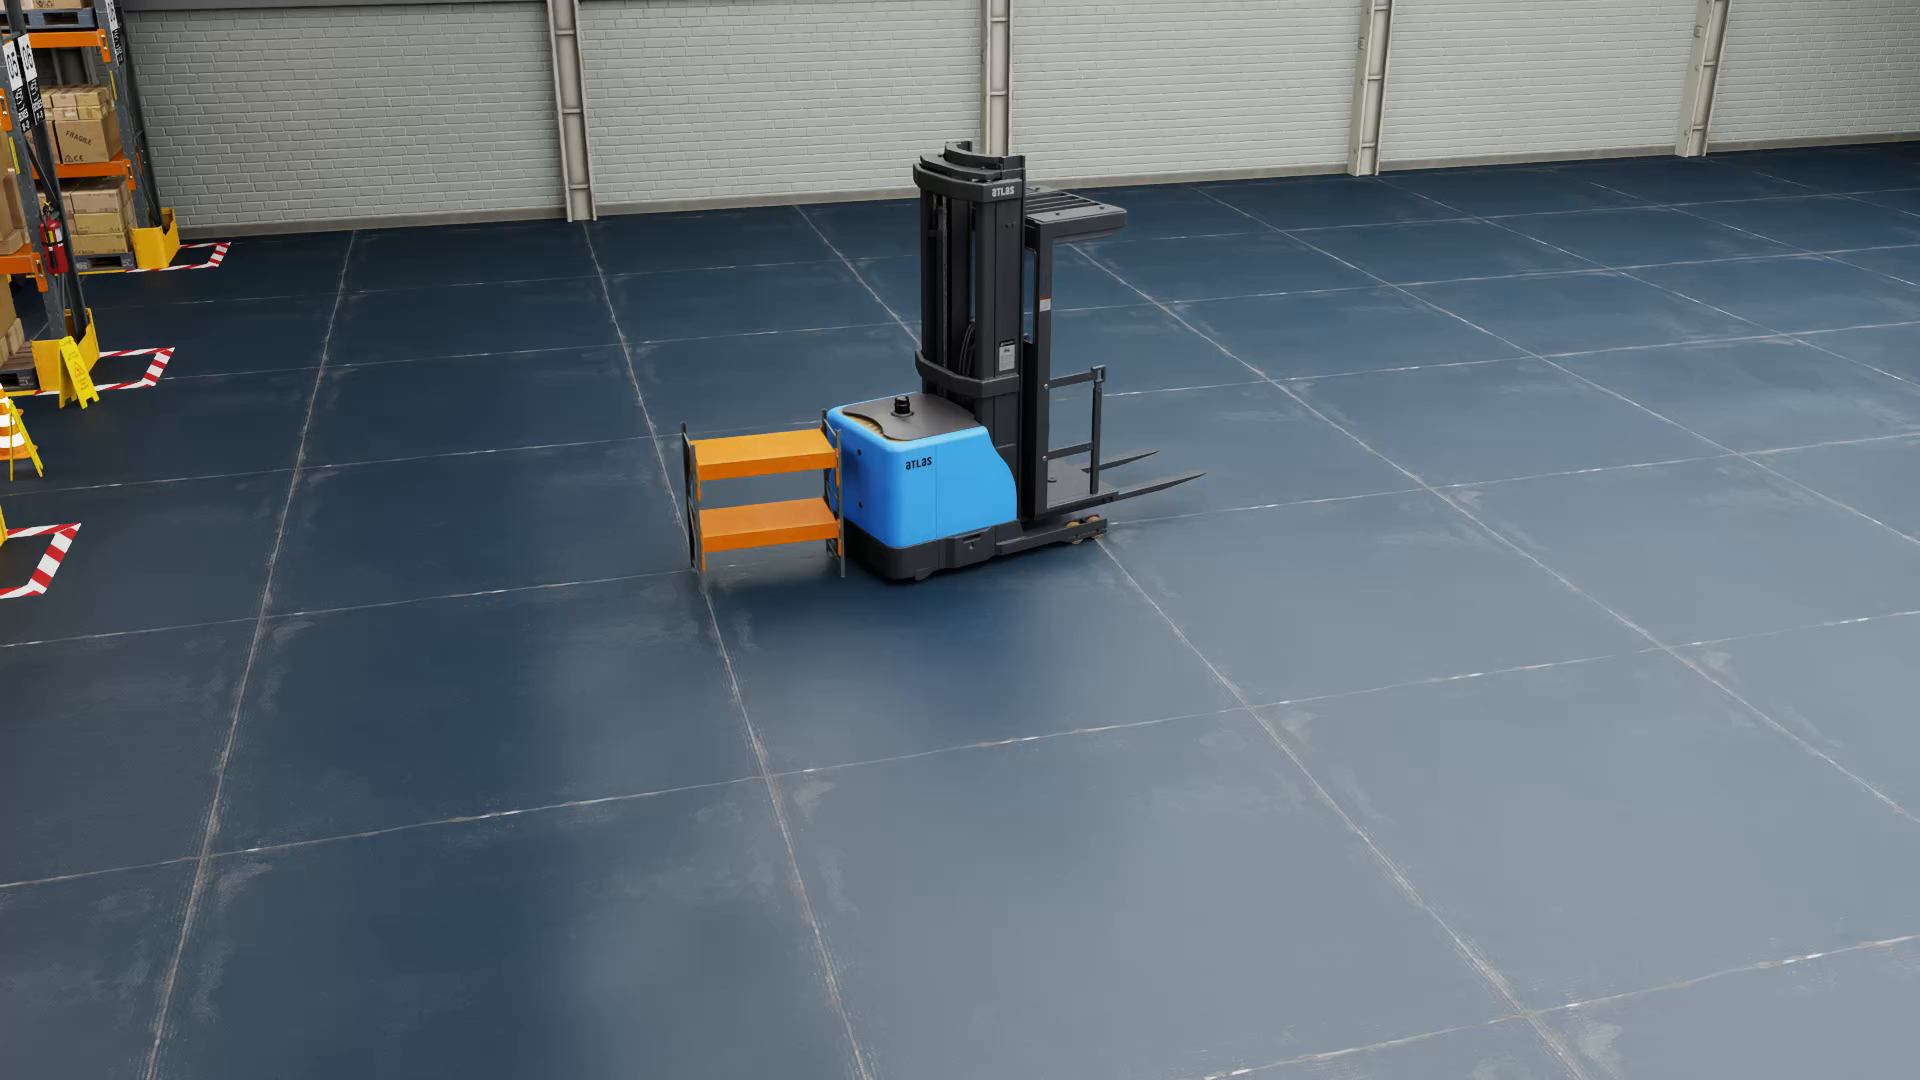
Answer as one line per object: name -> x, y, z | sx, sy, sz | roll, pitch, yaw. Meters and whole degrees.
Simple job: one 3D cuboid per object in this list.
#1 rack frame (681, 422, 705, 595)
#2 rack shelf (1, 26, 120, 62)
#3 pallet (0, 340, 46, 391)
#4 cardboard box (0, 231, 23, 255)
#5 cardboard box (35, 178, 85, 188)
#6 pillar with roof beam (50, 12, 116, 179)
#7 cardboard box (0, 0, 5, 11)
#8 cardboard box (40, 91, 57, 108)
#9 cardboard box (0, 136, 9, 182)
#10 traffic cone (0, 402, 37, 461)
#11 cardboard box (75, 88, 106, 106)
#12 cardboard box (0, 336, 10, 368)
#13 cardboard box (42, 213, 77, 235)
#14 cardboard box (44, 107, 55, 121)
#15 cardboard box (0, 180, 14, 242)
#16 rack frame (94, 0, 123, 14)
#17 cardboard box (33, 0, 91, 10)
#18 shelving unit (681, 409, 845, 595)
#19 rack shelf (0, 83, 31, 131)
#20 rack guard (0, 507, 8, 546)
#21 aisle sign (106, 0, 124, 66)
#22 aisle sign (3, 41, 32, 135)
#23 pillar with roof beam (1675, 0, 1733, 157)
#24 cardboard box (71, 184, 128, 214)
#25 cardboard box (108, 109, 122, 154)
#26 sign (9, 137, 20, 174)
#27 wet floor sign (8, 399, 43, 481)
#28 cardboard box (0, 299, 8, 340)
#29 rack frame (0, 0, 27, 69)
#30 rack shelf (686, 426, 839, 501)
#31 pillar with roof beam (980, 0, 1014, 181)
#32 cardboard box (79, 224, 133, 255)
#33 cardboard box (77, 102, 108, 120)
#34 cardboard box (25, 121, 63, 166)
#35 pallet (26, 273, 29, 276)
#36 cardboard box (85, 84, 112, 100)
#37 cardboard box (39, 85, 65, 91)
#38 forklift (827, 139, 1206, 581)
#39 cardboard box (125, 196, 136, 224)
rack frame -> -1.893, -0.226, 11.780 | 0.032, 1.125, 0.500 | -7, 24, -15
rack shelf -> -12.039, -5.766, 19.423 | 4.000, 0.370, 1.077 | -6, 24, -14
pallet -> -9.634, -1.685, 16.339 | 1.213, 0.211, 1.003 | -6, 24, -14
cardboard box -> -9.071, -2.811, 15.745 | 0.250, 0.149, 0.380 | -5, 24, -13
cardboard box -> -11.107, -4.286, 20.552 | 0.500, 0.250, 0.500 | -6, 24, -14
pillar with roof beam -> -9.864, -6.322, 16.002 | 0.400, 9.000, 9.100 | -6, 24, -14
cardboard box -> -11.073, -6.256, 19.164 | 0.258, 0.266, 0.396 | -6, 24, -14
cardboard box -> -10.875, -5.218, 19.710 | 0.250, 0.149, 0.380 | -6, 24, -13
cardboard box -> -9.202, -3.552, 15.382 | 0.500, 0.500, 0.700 | -7, 24, -16
traffic cone -> -8.207, -0.961, 14.332 | 0.334, 0.463, 0.336 | -6, 24, -14
cardboard box -> -10.401, -5.294, 19.887 | 0.250, 0.149, 0.380 | -6, 24, -14
cardboard box -> -9.497, -1.786, 15.993 | 0.500, 0.250, 0.500 | -6, 24, -15
cardboard box -> -10.983, -3.871, 20.217 | 0.500, 0.250, 0.500 | -7, 24, -15
cardboard box -> -10.876, -5.089, 19.787 | 0.250, 0.149, 0.380 | -6, 24, -13
cardboard box -> -9.217, -3.067, 15.521 | 0.500, 0.500, 0.500 | -7, 24, -15
rack frame -> -10.113, -7.688, 19.186 | 0.127, 3.000, 1.000 | -6, 24, -14
cardboard box -> -10.474, -6.455, 19.330 | 0.500, 0.500, 0.500 | -6, 24, -13
shelving unit -> -1.406, -0.283, 11.913 | 1.048, 1.125, 0.538 | -7, 24, -15
rack shelf -> -10.694, -3.882, 15.032 | 4.000, 0.370, 1.077 | -6, 24, -14
rack guard -> -7.311, -0.033, 12.122 | 0.348, 0.500, 1.175 | -6, 24, -14
aisle sign -> -9.971, -6.022, 19.613 | 0.004, 0.787, 0.394 | -6, 24, -14
aisle sign -> -8.631, -4.138, 15.224 | 0.004, 0.787, 0.394 | -6, 24, -14
pillar with roof beam -> 13.244, -8.878, 21.959 | 0.400, 9.000, 9.100 | -6, 24, -14
cardboard box -> -10.472, -4.153, 20.241 | 0.500, 0.250, 0.500 | -5, 24, -13
cardboard box -> -10.665, -5.030, 20.472 | 0.500, 0.500, 0.500 | -6, 24, -13
sign -> -8.638, -3.512, 15.191 | 0.005, 0.325, 0.100 | -6, 24, -14
wet floor sign -> -7.841, -0.852, 13.847 | 0.232, 0.644, 0.267 | -11, 25, -23
cardboard box -> -9.470, -2.137, 15.860 | 0.500, 0.500, 0.500 | -6, 24, -14
rack frame -> -8.769, -5.804, 14.795 | 0.127, 3.000, 1.000 | -6, 24, -14
rack shelf -> -1.406, -0.552, 11.797 | 1.000, 0.278, 0.538 | -7, 24, -15
pillar with roof beam -> 1.690, -7.600, 18.980 | 0.400, 9.000, 9.100 | -6, 24, -14
cardboard box -> -10.480, -3.691, 20.432 | 0.500, 0.250, 0.500 | -6, 24, -14
cardboard box -> -10.371, -5.132, 19.887 | 0.250, 0.149, 0.380 | -6, 24, -14
cardboard box -> -11.018, -4.773, 19.874 | 0.500, 0.500, 0.500 | -6, 24, -13
pallet -> -12.011, -3.424, 20.392 | 1.213, 0.211, 1.003 | -6, 24, -14
cardboard box -> -10.494, -5.457, 20.268 | 0.250, 0.149, 0.380 | -7, 24, -15
cardboard box -> -11.006, -5.409, 20.155 | 0.250, 0.149, 0.380 | -6, 24, -13
forklift -> 0.527, -1.478, 12.408 | 3.031, 2.935, 1.130 | -14, 27, -29
cardboard box -> -10.622, -4.119, 20.797 | 0.500, 0.250, 0.500 | -6, 24, -13
